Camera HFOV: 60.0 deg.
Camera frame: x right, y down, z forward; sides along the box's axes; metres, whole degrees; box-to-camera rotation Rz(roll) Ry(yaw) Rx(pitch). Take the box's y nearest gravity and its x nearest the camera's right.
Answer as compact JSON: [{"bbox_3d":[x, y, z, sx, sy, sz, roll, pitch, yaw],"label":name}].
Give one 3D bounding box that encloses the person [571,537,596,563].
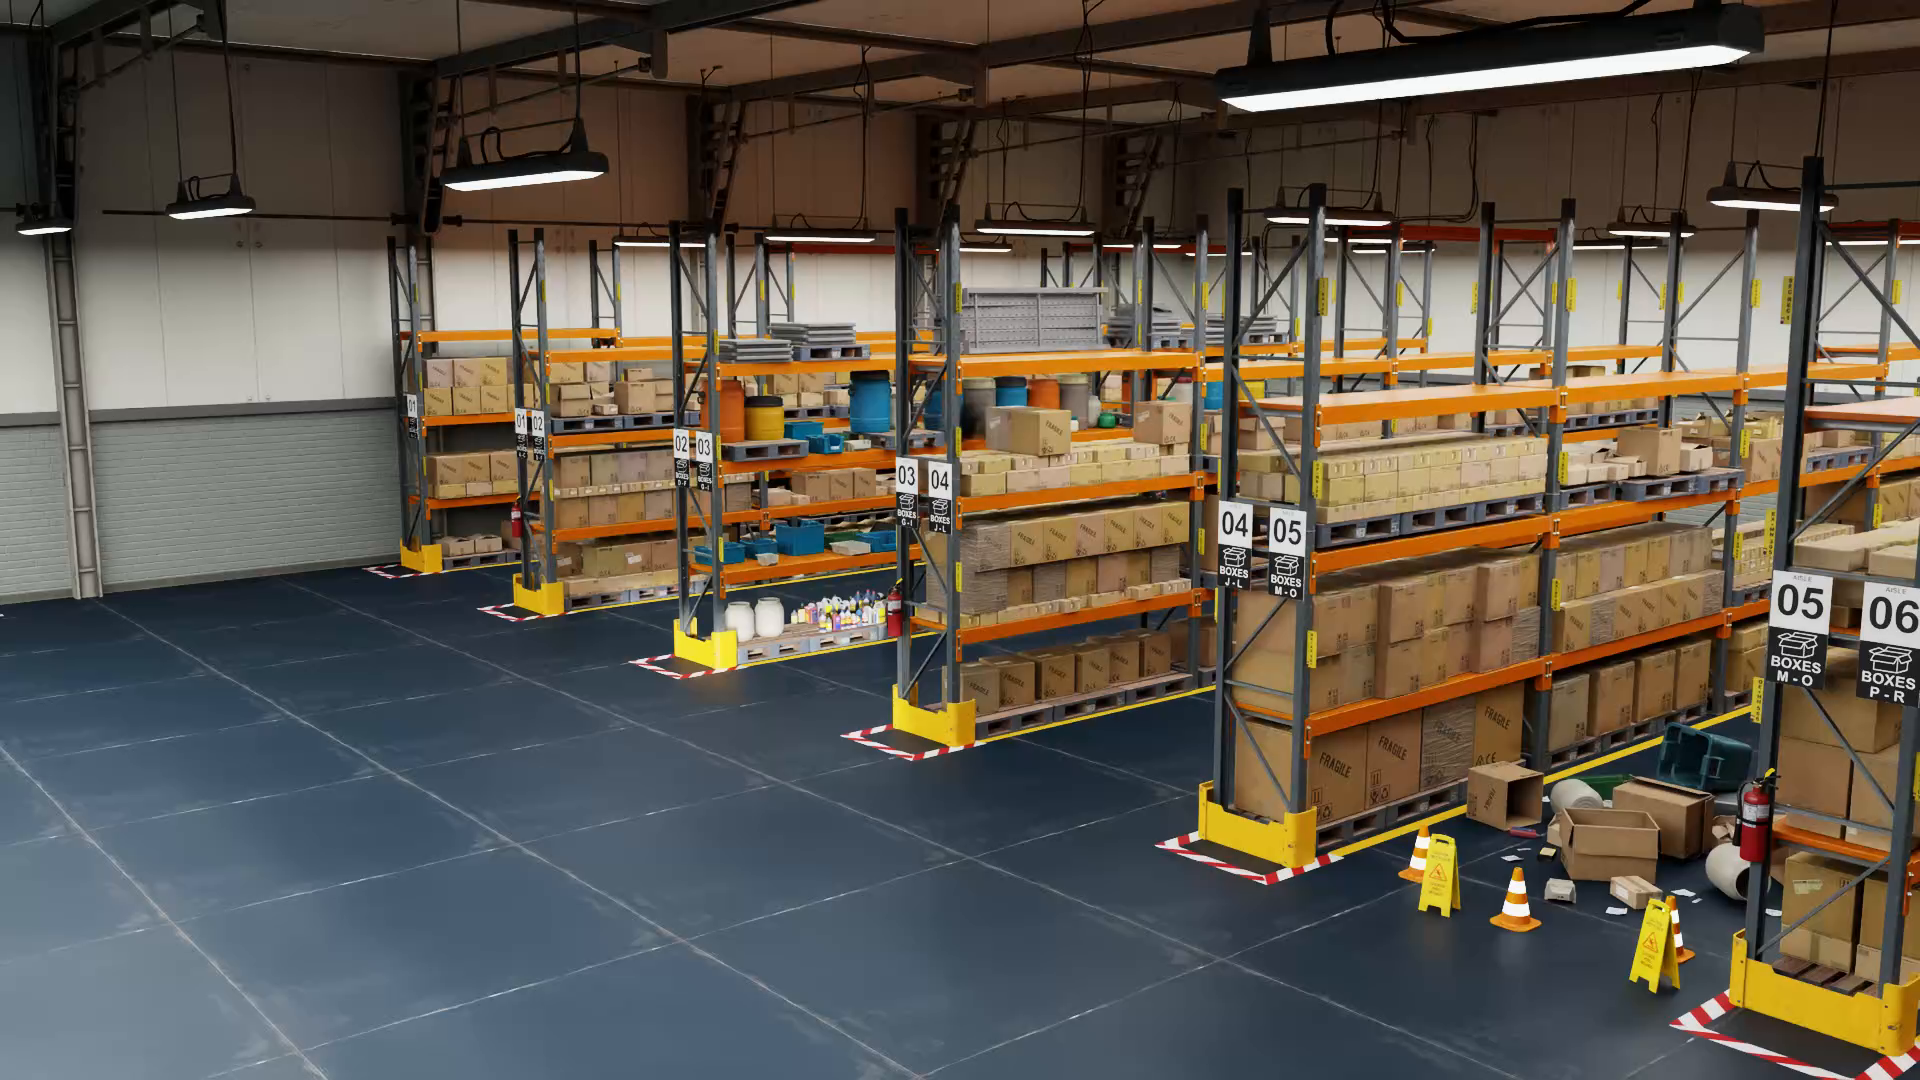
[{"bbox_3d":[-6.497,-0.014,28.874,0.447,1.584,0.653,0,9,-2],"label":"person"}]
